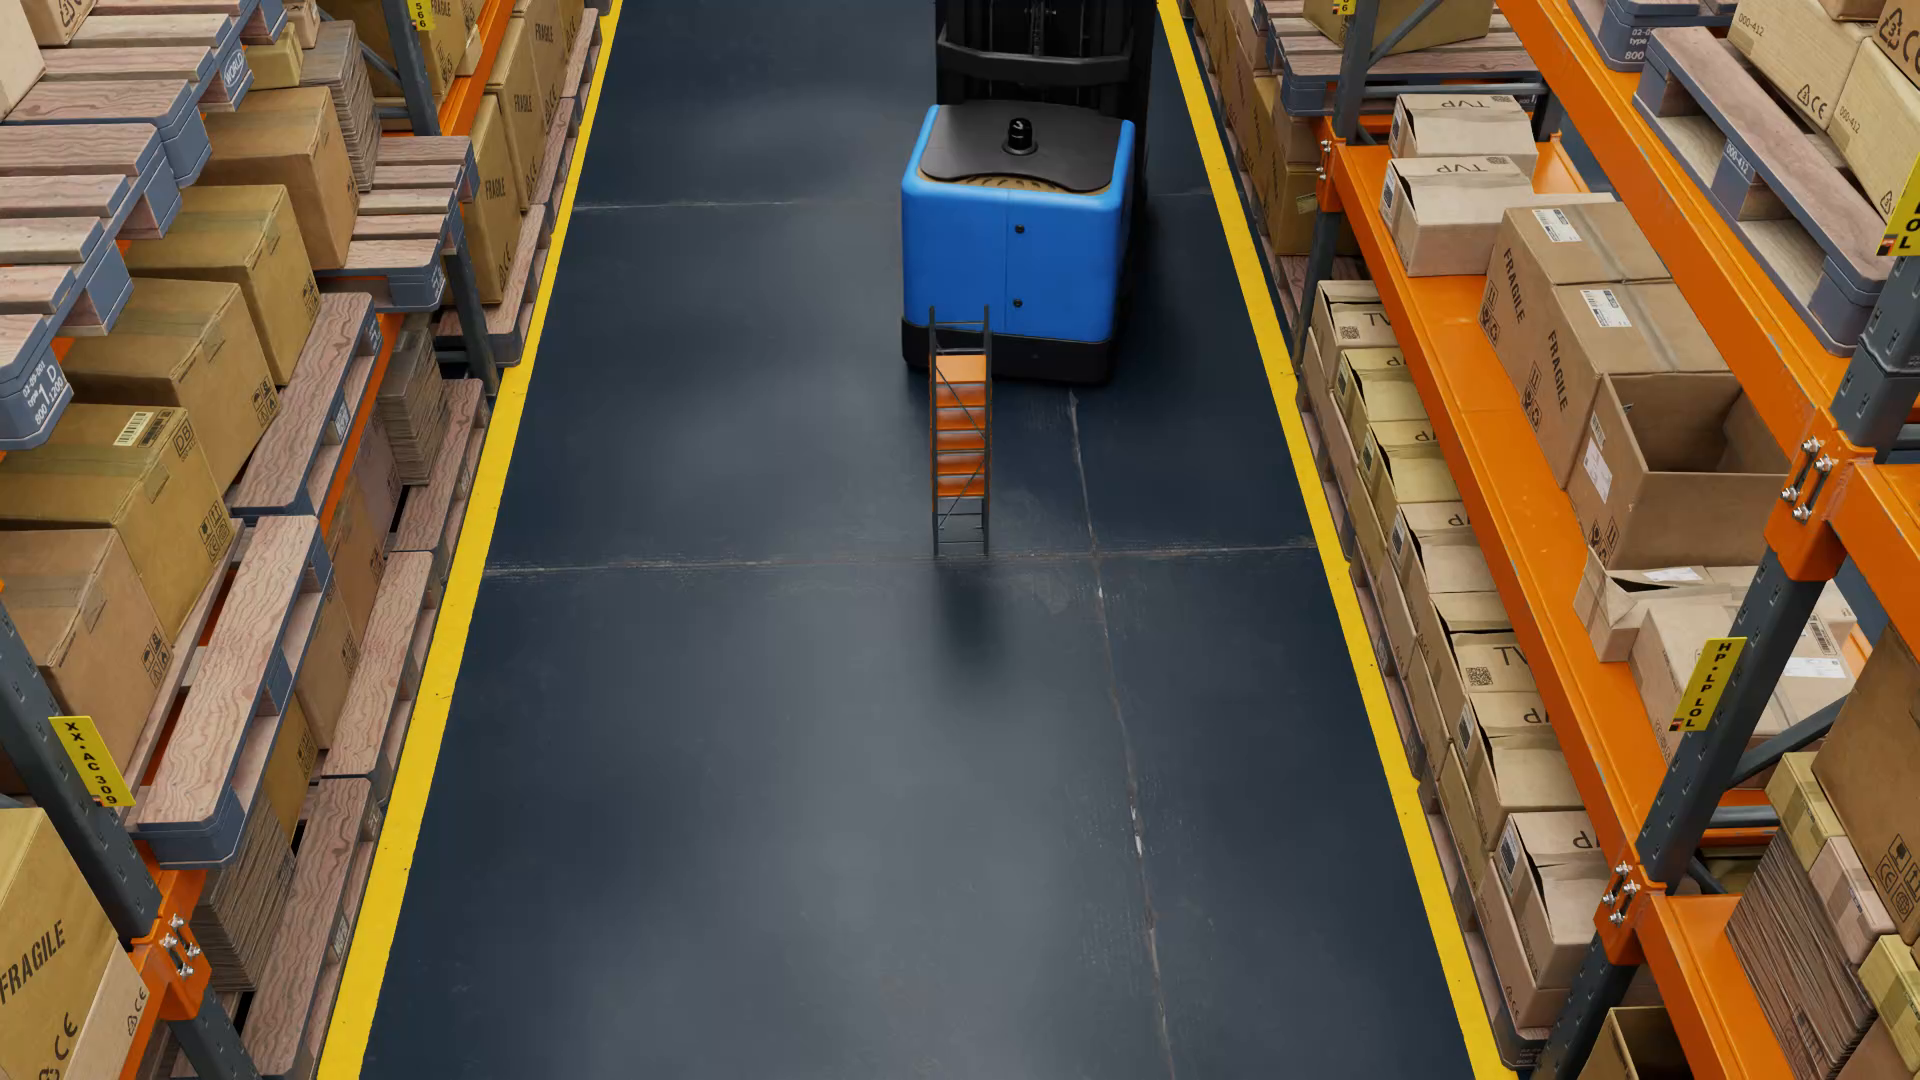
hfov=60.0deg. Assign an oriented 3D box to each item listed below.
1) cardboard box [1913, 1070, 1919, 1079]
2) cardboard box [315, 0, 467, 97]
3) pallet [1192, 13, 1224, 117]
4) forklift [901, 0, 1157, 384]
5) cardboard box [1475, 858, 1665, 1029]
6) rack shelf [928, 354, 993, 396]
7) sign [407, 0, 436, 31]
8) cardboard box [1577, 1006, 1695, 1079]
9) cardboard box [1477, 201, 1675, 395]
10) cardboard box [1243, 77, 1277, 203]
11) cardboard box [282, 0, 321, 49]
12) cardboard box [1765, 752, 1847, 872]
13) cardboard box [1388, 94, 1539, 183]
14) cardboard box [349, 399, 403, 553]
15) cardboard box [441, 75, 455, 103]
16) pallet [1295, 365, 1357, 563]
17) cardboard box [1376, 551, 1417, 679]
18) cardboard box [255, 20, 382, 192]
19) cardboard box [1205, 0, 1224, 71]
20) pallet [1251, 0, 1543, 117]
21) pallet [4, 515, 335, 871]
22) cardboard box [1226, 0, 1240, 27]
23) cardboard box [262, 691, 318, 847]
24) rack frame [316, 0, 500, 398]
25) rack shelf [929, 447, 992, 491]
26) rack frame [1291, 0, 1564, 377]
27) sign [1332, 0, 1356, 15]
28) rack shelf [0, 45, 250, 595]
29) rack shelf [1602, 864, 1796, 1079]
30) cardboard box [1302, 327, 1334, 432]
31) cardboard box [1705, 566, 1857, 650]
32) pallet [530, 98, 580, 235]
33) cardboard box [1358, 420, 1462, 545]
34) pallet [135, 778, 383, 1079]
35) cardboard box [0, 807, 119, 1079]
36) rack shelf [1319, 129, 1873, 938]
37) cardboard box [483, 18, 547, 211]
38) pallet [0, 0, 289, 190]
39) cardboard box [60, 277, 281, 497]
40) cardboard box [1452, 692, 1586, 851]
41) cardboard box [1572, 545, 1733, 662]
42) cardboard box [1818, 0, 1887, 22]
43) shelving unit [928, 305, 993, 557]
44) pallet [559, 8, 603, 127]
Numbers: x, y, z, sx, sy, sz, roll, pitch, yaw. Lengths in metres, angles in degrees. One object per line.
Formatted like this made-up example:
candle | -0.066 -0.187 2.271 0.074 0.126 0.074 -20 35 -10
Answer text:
cardboard box | 2.194 1.157 3.363 0.380 0.149 0.250 -2 43 -2
cardboard box | -2.544 -2.319 7.401 0.500 0.500 0.500 0 43 -1
pallet | 2.073 -3.099 10.625 1.003 0.211 1.213 -2 43 -2
forklift | 0.462 -2.847 8.337 1.130 2.935 3.031 6 43 7
cardboard box | 2.033 1.313 5.472 0.500 0.250 0.500 -2 43 -2
rack shelf | 0.001 -0.665 6.770 0.258 0.103 0.180 -2 43 -2
sign | -2.237 -2.250 6.836 0.100 0.325 0.005 -2 43 -2
cardboard box | 2.047 1.630 4.571 0.500 0.500 0.500 -2 43 -2
cardboard box | 2.258 -0.879 6.065 0.500 0.500 0.500 -4 43 -4
cardboard box | 1.874 -2.190 9.093 0.500 0.500 0.500 -3 43 -3
cardboard box | -2.734 -2.036 6.522 0.380 0.149 0.250 -7 43 -7
cardboard box | 2.158 0.637 3.931 0.380 0.149 0.250 -2 43 -2
cardboard box | 2.142 -1.695 7.095 0.500 0.311 0.500 1 43 1
cardboard box | -2.790 -0.235 6.961 0.700 0.500 0.500 -2 43 -2
cardboard box | -2.563 -2.144 7.690 0.380 0.149 0.250 -1 43 -1
pallet | 2.166 -0.390 7.669 1.003 0.211 1.213 -2 43 -2
cardboard box | 1.971 0.282 6.596 0.500 0.250 0.500 -1 43 -1
cardboard box | -2.749 -1.712 6.648 0.700 0.500 0.500 -6 43 -7
cardboard box | 1.811 -3.223 10.220 0.500 0.500 0.500 -1 43 -1
pallet | 2.071 -2.360 7.896 1.213 0.211 1.003 -2 43 -2
pallet | -2.496 0.421 4.863 1.003 0.211 1.213 -2 43 -2
cardboard box | 1.820 -3.184 9.622 0.500 0.250 0.500 -2 43 -2
cardboard box | -2.729 0.786 5.847 0.700 0.500 0.500 -2 43 -3
rack frame | -2.779 -1.830 7.176 1.000 3.000 0.127 -2 43 -2
rack shelf | 0.001 -0.311 7.095 0.258 0.103 0.180 -2 43 -2
rack frame | 2.170 -1.975 7.334 1.000 3.000 0.127 -2 43 -2
sign | 1.629 -2.351 6.946 0.100 0.325 0.005 -2 43 -2
rack shelf | -2.694 -1.321 4.933 1.077 0.370 4.000 -2 43 -2
rack shelf | 2.425 2.341 3.158 1.077 0.370 4.000 -2 43 -2
cardboard box | 1.899 -0.754 7.727 0.500 0.250 0.500 -2 43 -2
cardboard box | 2.507 0.214 5.132 0.380 0.149 0.250 -2 43 -2
pallet | -2.786 -2.158 9.598 1.003 0.211 1.213 -2 43 -2
cardboard box | 1.949 -0.262 6.775 0.500 0.311 0.500 -3 43 -3
pallet | -2.643 1.373 5.746 1.003 0.211 1.213 -2 43 -2
cardboard box | -2.280 0.952 3.682 0.500 0.500 0.500 -2 43 -2
rack shelf | 2.255 -0.359 6.104 1.077 0.370 4.000 -2 43 -2
cardboard box | -2.710 -2.284 8.952 0.750 0.750 0.750 -2 43 -2
pallet | -2.576 -1.286 4.502 1.213 0.211 1.003 -2 43 -2
cardboard box | -2.672 -0.494 5.320 0.700 0.500 0.500 4 43 4
cardboard box | 2.008 0.761 5.658 0.500 0.311 0.500 -1 43 -1
cardboard box | 2.119 0.187 5.075 0.396 0.266 0.258 -3 43 -3
cardboard box | 2.306 -1.557 3.904 0.500 0.500 0.500 2 43 2
shelving unit | 0.001 -0.433 6.984 0.258 1.200 0.189 -2 43 -2
pallet | -2.841 -2.984 10.499 1.003 0.211 1.213 -2 43 -2
